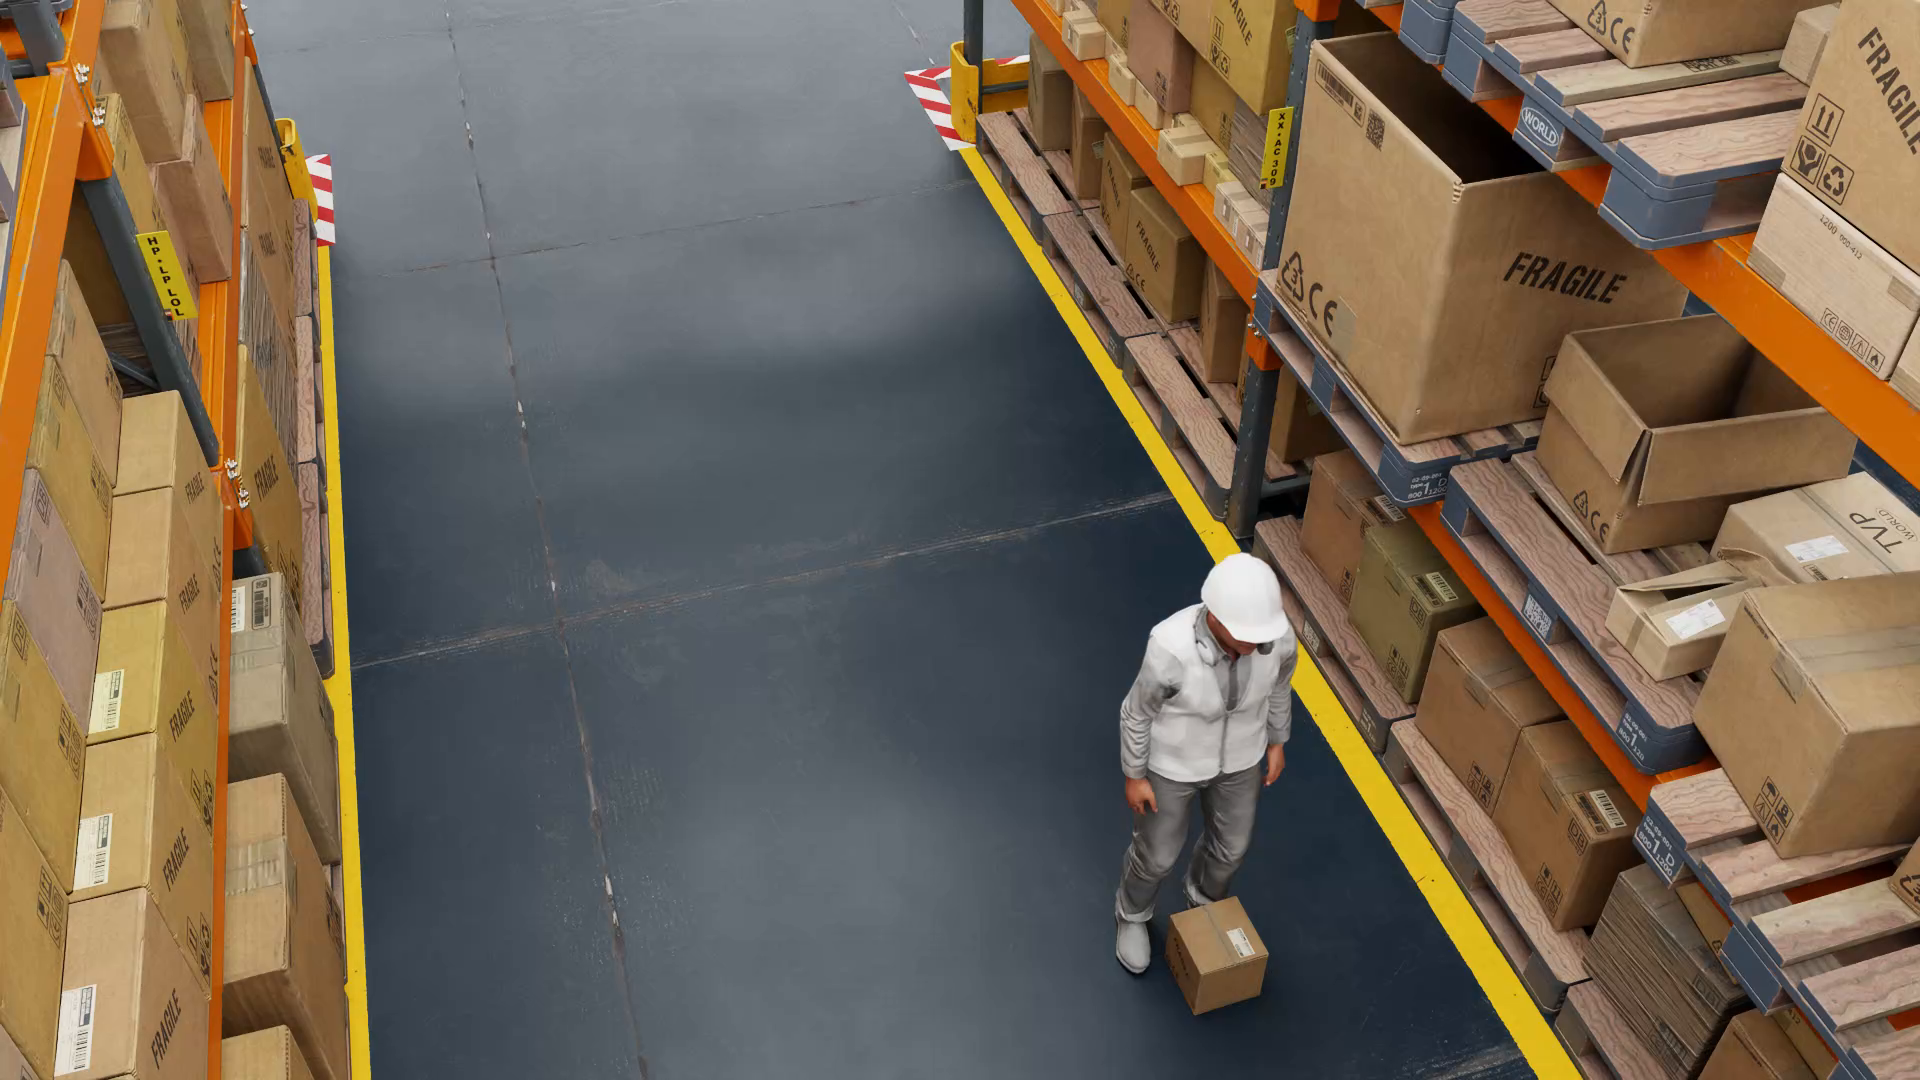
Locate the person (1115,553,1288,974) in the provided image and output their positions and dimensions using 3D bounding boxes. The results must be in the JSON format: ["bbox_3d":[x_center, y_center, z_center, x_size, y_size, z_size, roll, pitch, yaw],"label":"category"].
[{"bbox_3d":[3.928,-1.575,4.872,7.240,5.808,11.415,-12,43,-13],"label":"person"}]
